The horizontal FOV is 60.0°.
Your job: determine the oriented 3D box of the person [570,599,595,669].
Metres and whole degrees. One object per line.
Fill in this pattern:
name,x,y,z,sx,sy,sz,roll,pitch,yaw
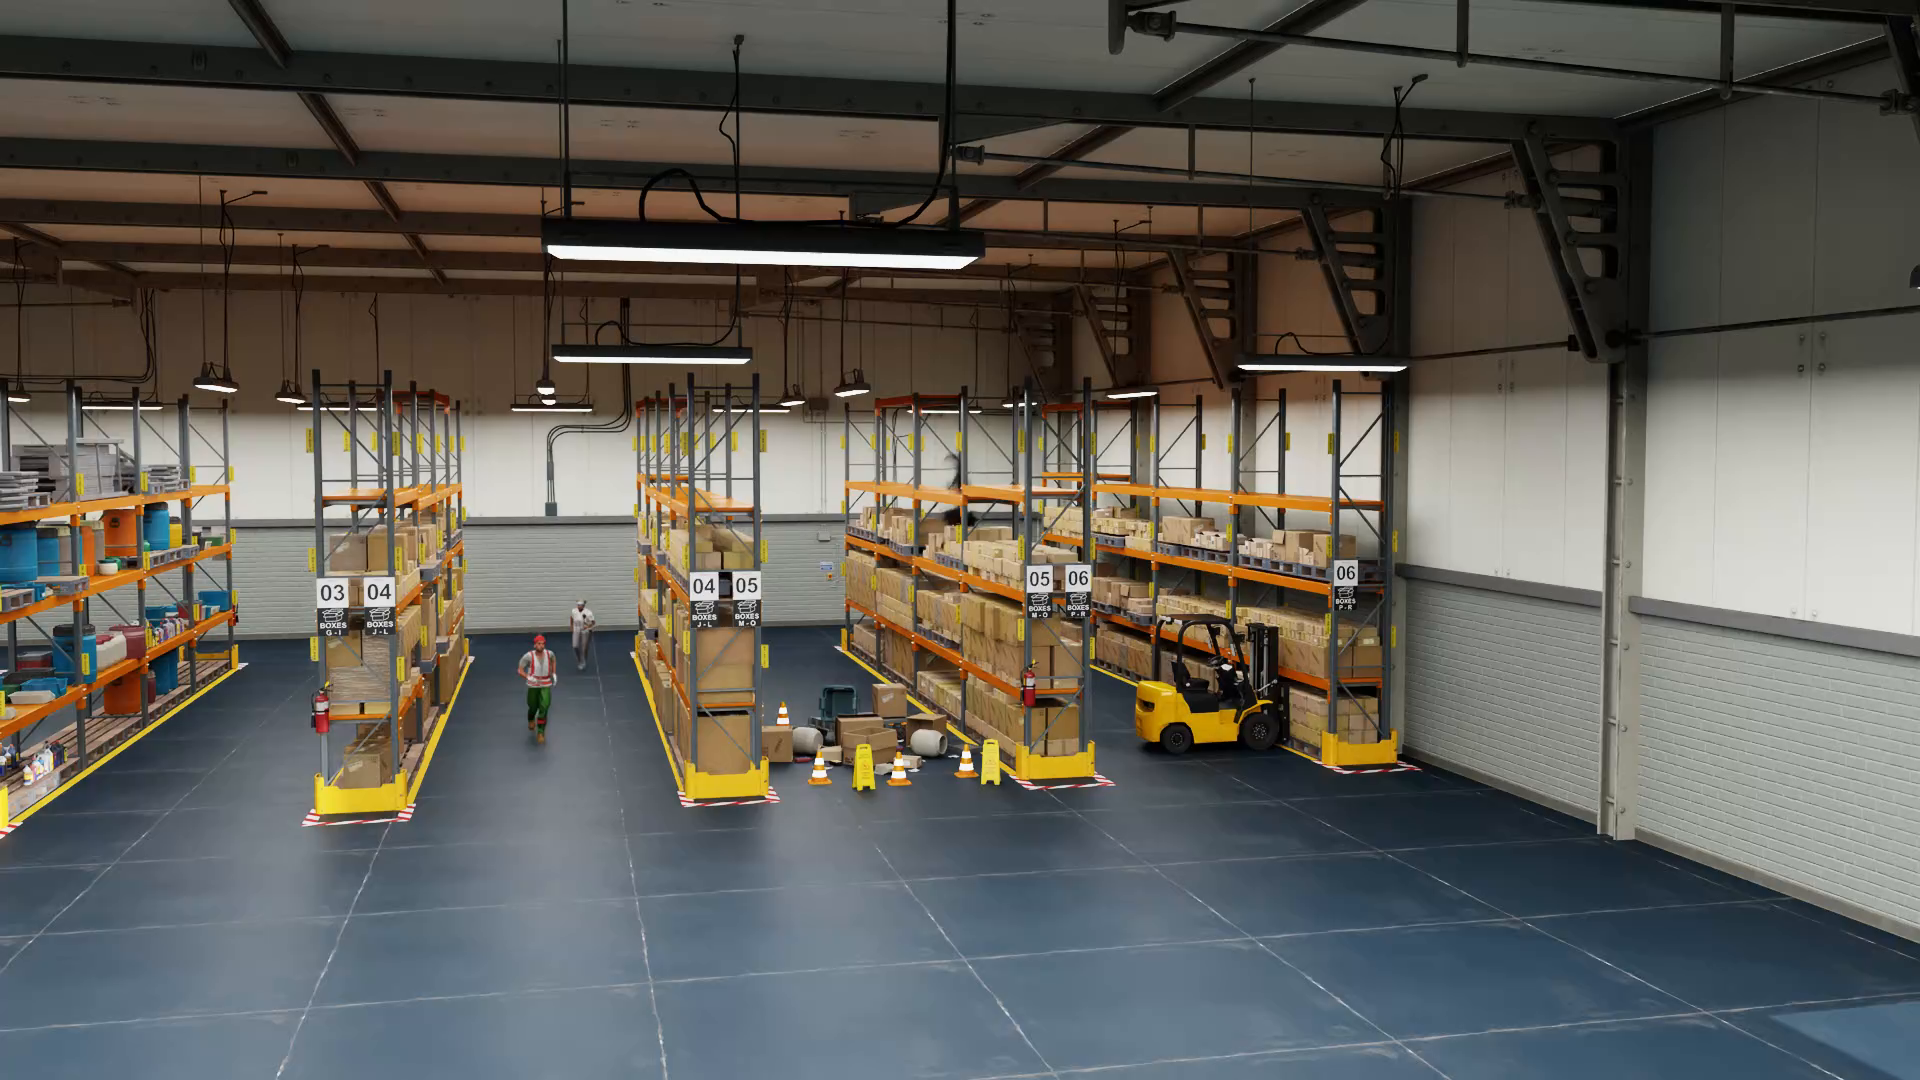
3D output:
person,-8.436,2.094,37.169,0.572,1.616,0.845,0,3,-1

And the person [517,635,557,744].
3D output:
person,-7.142,2.487,28.145,0.684,1.775,1.026,-2,4,-27
